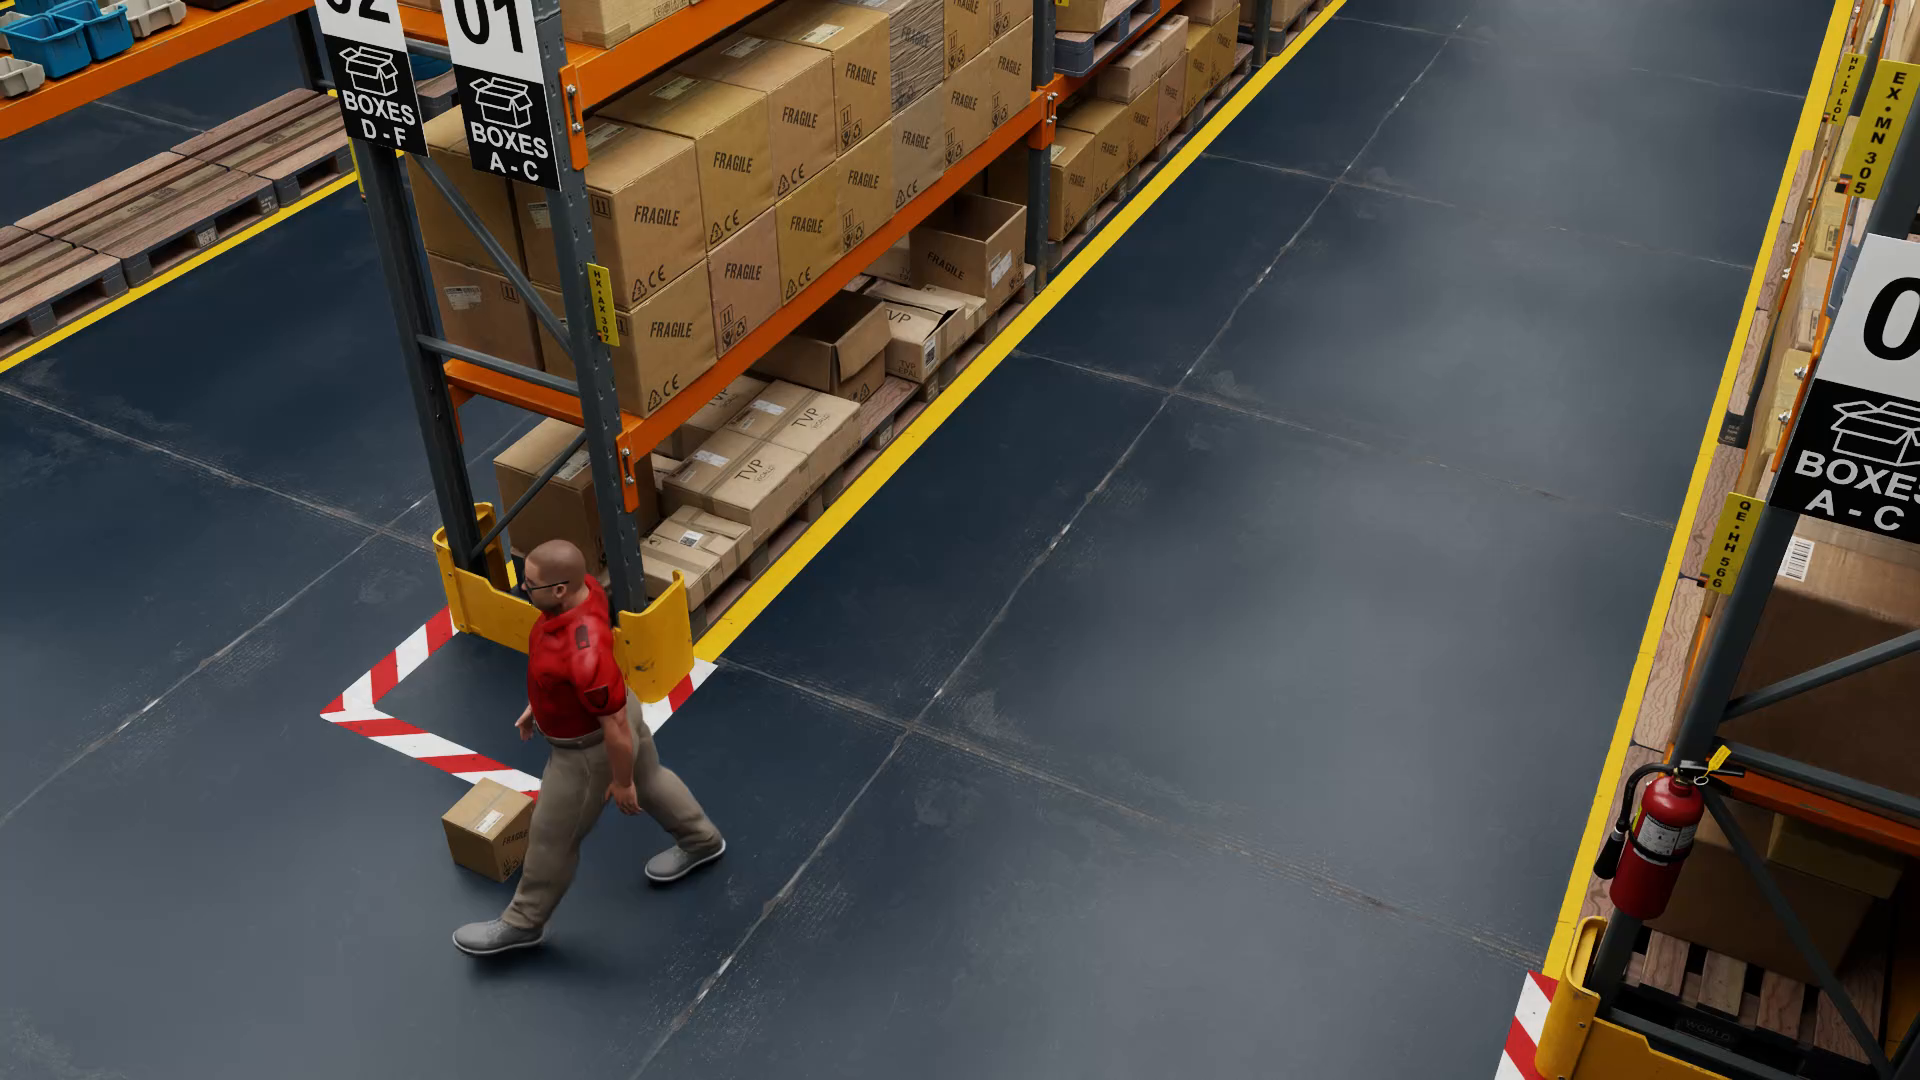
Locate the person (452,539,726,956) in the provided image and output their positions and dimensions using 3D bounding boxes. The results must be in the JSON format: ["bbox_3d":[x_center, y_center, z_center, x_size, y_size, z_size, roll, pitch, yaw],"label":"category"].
[{"bbox_3d":[-1.395,0.694,5.873,1.007,1.674,0.579,-5,38,-7],"label":"person"}]
